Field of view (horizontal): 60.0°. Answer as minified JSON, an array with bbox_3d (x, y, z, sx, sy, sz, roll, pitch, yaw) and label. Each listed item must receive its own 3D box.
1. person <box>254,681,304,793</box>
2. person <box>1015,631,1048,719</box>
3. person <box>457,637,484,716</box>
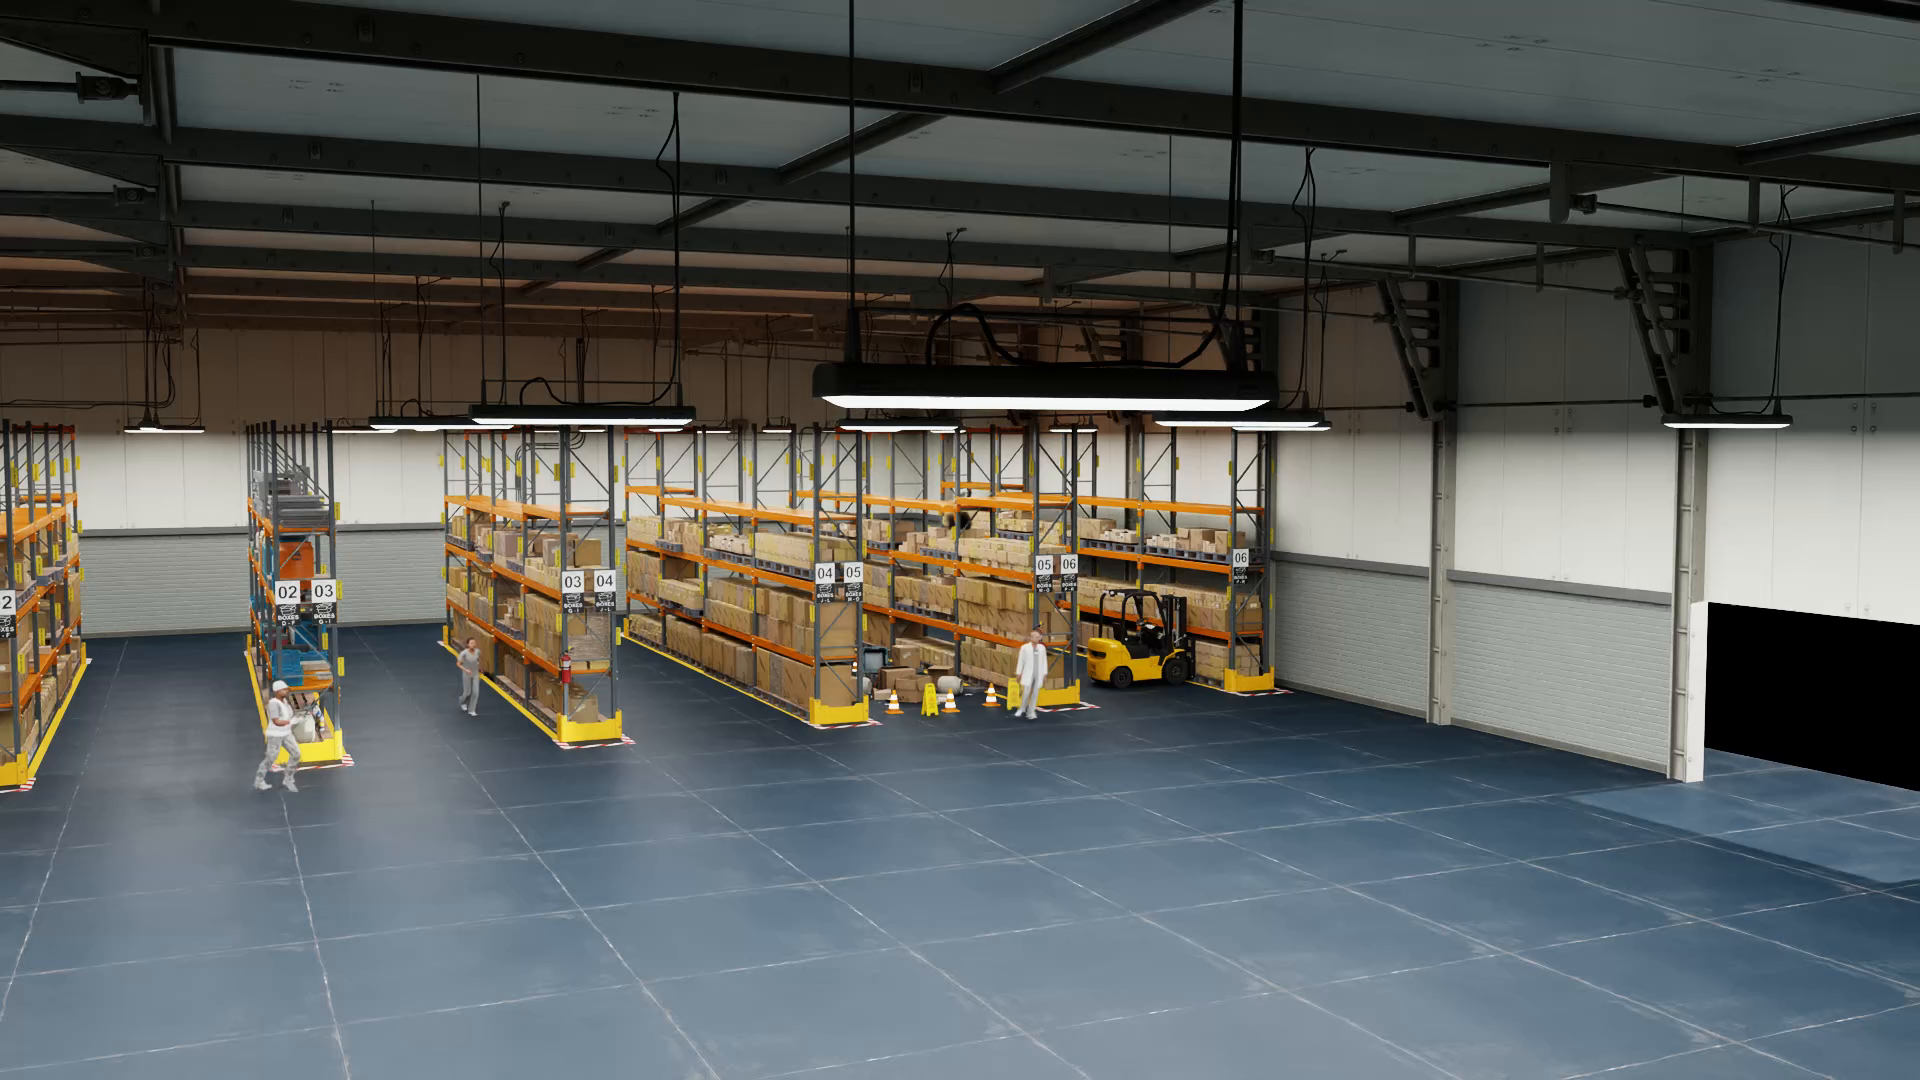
[{"bbox_3d":[-10.902,3.167,26.662,0.856,1.836,0.647,0,4,5],"label":"person"},{"bbox_3d":[1.438,2.726,33.563,0.662,1.771,0.517,-2,4,-23],"label":"person"},{"bbox_3d":[-10.089,2.789,34.181,0.560,1.618,0.735,-3,4,-35],"label":"person"}]
